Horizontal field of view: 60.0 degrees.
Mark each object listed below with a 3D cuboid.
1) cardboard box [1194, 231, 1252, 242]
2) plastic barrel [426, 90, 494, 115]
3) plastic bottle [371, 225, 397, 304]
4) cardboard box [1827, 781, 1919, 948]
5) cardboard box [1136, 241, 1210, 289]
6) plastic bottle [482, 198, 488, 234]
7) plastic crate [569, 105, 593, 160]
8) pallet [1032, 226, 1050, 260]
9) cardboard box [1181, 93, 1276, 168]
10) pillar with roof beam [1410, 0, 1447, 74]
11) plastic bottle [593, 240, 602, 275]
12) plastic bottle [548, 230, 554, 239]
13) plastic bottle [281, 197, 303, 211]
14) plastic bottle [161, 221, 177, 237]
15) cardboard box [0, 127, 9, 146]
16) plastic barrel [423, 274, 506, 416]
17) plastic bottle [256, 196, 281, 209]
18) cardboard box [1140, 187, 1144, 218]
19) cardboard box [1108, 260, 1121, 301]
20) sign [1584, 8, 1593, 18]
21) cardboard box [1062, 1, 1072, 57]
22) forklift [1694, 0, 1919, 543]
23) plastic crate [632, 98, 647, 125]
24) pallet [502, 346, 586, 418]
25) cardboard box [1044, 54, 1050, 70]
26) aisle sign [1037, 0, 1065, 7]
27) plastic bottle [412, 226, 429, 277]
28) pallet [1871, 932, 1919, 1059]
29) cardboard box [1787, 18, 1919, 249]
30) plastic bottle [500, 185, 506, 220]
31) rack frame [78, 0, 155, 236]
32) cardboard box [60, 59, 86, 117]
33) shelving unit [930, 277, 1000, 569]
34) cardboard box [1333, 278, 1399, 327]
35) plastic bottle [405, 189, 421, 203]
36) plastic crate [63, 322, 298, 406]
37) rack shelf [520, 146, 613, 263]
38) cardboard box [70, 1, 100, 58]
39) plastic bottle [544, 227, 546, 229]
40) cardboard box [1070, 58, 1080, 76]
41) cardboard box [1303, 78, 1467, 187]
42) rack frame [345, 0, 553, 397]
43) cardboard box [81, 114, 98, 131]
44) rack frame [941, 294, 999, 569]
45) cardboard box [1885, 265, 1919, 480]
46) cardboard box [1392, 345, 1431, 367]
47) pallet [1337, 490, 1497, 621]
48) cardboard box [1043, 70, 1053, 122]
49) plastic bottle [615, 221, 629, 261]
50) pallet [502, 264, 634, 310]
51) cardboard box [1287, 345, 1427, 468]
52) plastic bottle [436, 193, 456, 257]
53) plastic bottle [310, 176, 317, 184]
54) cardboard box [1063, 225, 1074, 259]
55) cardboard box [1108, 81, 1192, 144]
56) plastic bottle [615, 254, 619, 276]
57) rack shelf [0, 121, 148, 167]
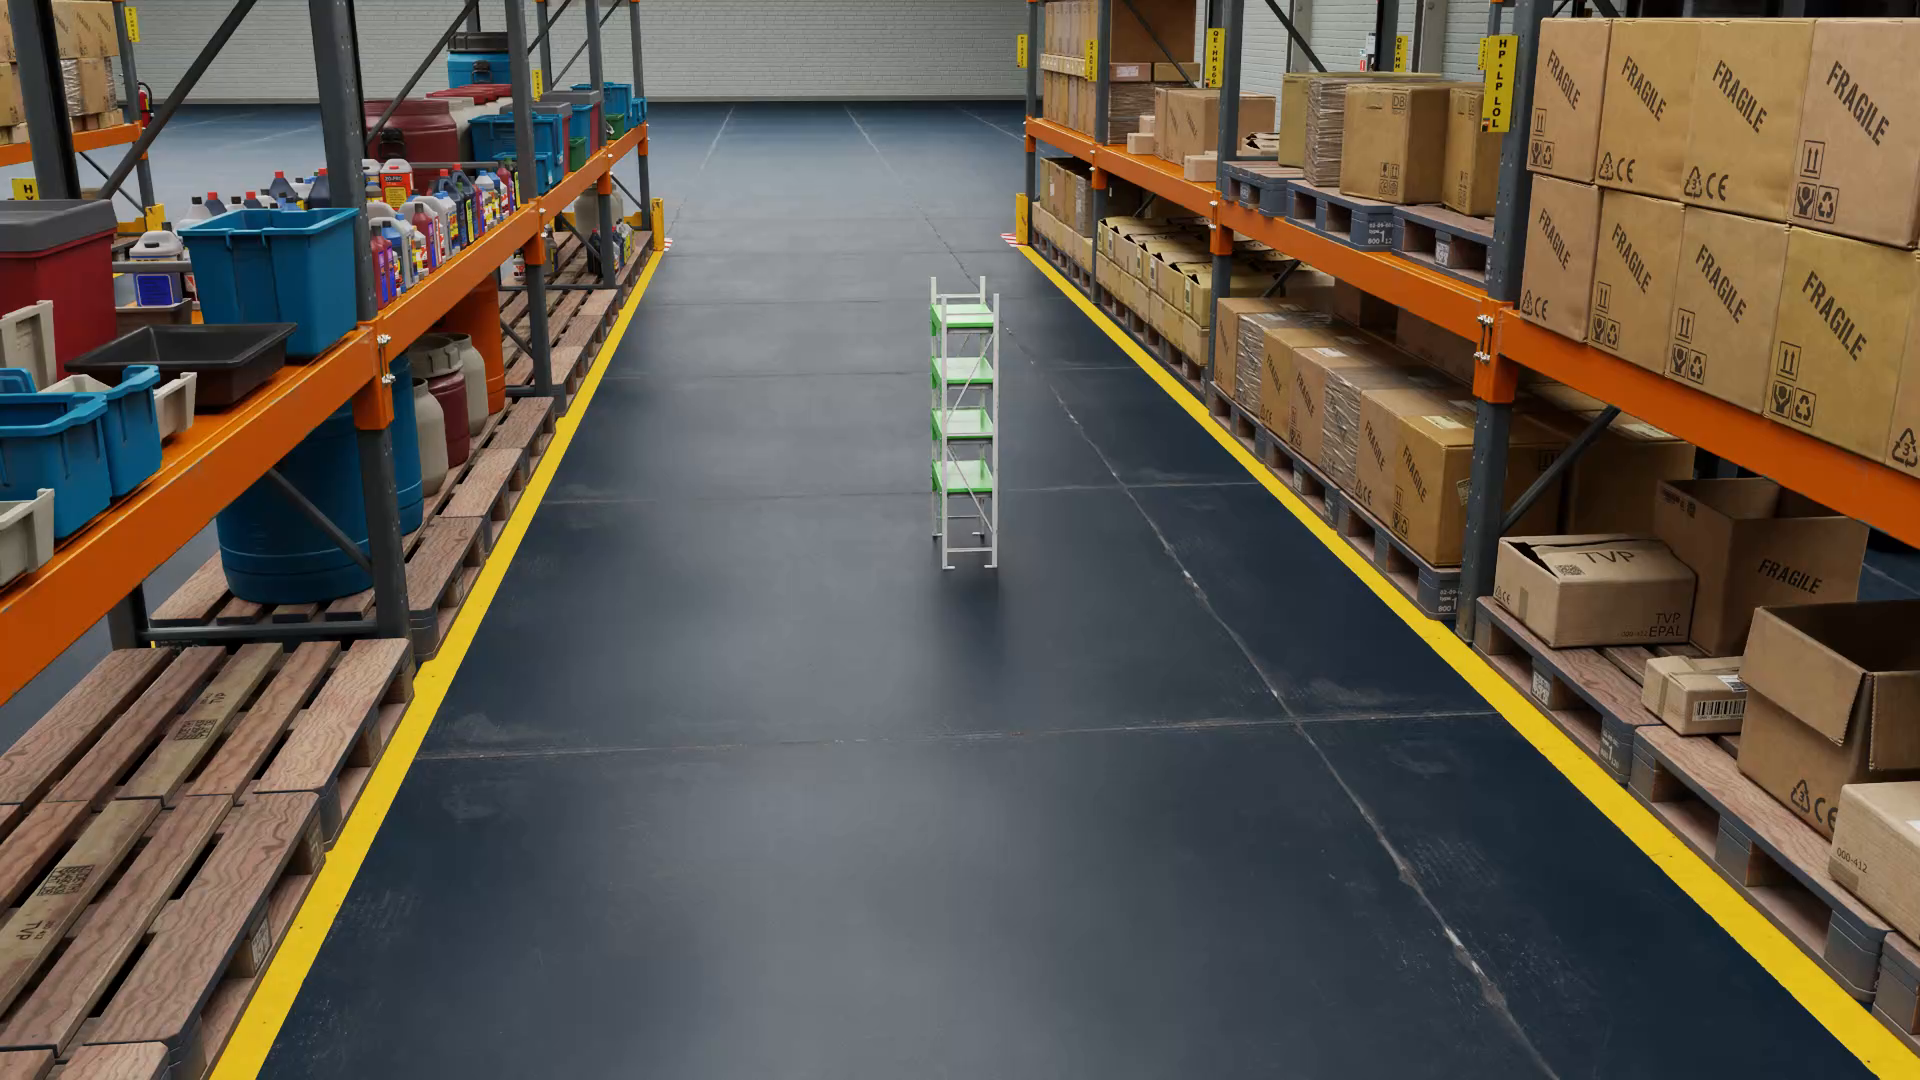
[{"bbox_3d":[2.048,-2.183,12.577,0.500,0.311,0.500,-2,18,-6],"label":"cardboard box"},{"bbox_3d":[-3.315,-2.716,11.095,0.433,0.535,0.433,0,17,0],"label":"plastic barrel"},{"bbox_3d":[-2.118,-1.014,6.094,0.061,0.283,0.133,-2,18,-6],"label":"plastic bottle"},{"bbox_3d":[2.480,0.796,3.990,0.500,0.250,0.500,-2,18,-6],"label":"cardboard box"},{"bbox_3d":[1.567,-2.010,12.025,0.500,0.311,0.500,-1,17,-4],"label":"cardboard box"},{"bbox_3d":[-2.349,-1.590,8.066,0.097,0.201,0.097,0,17,0],"label":"plastic bottle"},{"bbox_3d":[-2.892,-2.964,12.138,0.392,0.384,0.575,-2,18,-6],"label":"plastic crate"},{"bbox_3d":[1.320,-3.078,17.127,1.003,0.211,1.213,-2,18,-6],"label":"pallet"},{"bbox_3d":[1.835,-2.798,11.415,0.500,0.500,0.500,-3,18,-9],"label":"cardboard box"},{"bbox_3d":[2.158,-9.124,21.715,9.100,9.000,0.400,-2,18,-6],"label":"pillar with roof beam"},{"bbox_3d":[-3.079,-2.405,14.131,0.061,0.283,0.133,-2,18,-6],"label":"plastic bottle"},{"bbox_3d":[-3.629,-2.593,14.730,0.061,0.283,0.133,-2,18,-6],"label":"plastic bottle"},{"bbox_3d":[-2.858,-1.331,7.124,0.097,0.271,0.097,0,17,0],"label":"plastic bottle"},{"bbox_3d":[-2.922,-1.027,6.134,0.061,0.283,0.133,-2,18,-6],"label":"plastic bottle"},{"bbox_3d":[-8.066,-3.314,13.645,0.380,0.149,0.250,-2,18,-6],"label":"cardboard box"},{"bbox_3d":[-2.836,-1.119,9.155,0.600,0.830,0.708,-2,18,-6],"label":"plastic barrel"},{"bbox_3d":[-2.980,-1.324,7.093,0.152,0.276,0.135,-2,18,-6],"label":"plastic bottle"},{"bbox_3d":[1.816,-2.986,14.817,0.500,0.500,0.500,-2,18,-6],"label":"cardboard box"},{"bbox_3d":[1.458,-2.051,13.092,0.500,0.250,0.500,-1,17,-4],"label":"cardboard box"},{"bbox_3d":[6.680,-5.503,17.737,0.100,0.325,0.005,-2,18,-6],"label":"sign"},{"bbox_3d":[1.353,-4.839,15.751,0.700,0.500,0.500,-2,18,-5],"label":"cardboard box"},{"bbox_3d":[4.500,-1.778,8.447,1.130,2.935,3.031,-2,18,-6],"label":"forklift"},{"bbox_3d":[-3.379,-4.272,16.524,0.499,0.251,0.616,-2,18,-6],"label":"plastic crate"},{"bbox_3d":[-2.944,-1.001,10.512,1.003,0.211,1.213,-2,18,-6],"label":"pallet"},{"bbox_3d":[1.055,-4.790,16.675,0.380,0.149,0.250,-2,18,-7],"label":"cardboard box"},{"bbox_3d":[0.888,-5.885,17.074,0.394,0.787,0.004,-2,18,-6],"label":"aisle sign"},{"bbox_3d":[-2.202,-1.165,6.711,0.097,0.201,0.097,0,17,0],"label":"plastic bottle"},{"bbox_3d":[2.759,1.203,3.494,1.003,0.211,1.213,-2,18,-6],"label":"pallet"},{"bbox_3d":[2.366,-0.974,3.936,0.500,0.500,0.500,-1,17,-4],"label":"cardboard box"},{"bbox_3d":[-2.409,-1.764,8.621,0.097,0.201,0.097,0,17,0],"label":"plastic bottle"},{"bbox_3d":[-8.655,-4.330,16.460,1.000,3.000,0.127,-2,18,-6],"label":"rack frame"},{"bbox_3d":[-8.446,-4.059,14.934,0.875,0.500,0.500,-2,18,-6],"label":"cardboard box"},{"bbox_3d":[0.017,-0.523,7.340,0.258,1.200,0.503,-2,18,-6],"label":"shelving unit"},{"bbox_3d":[2.364,-1.338,9.118,0.500,0.250,0.500,-1,17,-4],"label":"cardboard box"},{"bbox_3d":[-2.427,-1.430,7.438,0.097,0.271,0.097,0,17,0],"label":"plastic bottle"},{"bbox_3d":[-2.108,-0.480,4.556,0.437,0.125,0.590,-2,18,-6],"label":"plastic crate"},{"bbox_3d":[-3.109,-2.352,11.361,1.077,0.370,4.000,-2,18,-6],"label":"rack shelf"},{"bbox_3d":[-8.295,-4.691,15.279,0.500,0.500,0.500,-2,18,-6],"label":"cardboard box"},{"bbox_3d":[-3.846,-2.779,15.321,0.061,0.283,0.133,-1,17,-5],"label":"plastic bottle"},{"bbox_3d":[1.211,-4.332,15.217,0.380,0.149,0.250,-1,17,-4],"label":"cardboard box"},{"bbox_3d":[2.106,-2.037,8.288,0.700,0.500,0.500,1,17,5],"label":"cardboard box"},{"bbox_3d":[-2.903,-2.099,9.355,1.000,3.000,0.127,-2,18,-6],"label":"rack frame"},{"bbox_3d":[-8.307,-3.909,15.539,0.380,0.149,0.250,-2,18,-6],"label":"cardboard box"},{"bbox_3d":[0.042,-0.450,7.109,0.240,1.200,0.015,-2,18,-6],"label":"rack frame"},{"bbox_3d":[2.430,-0.344,3.597,0.500,0.500,0.500,-2,18,-5],"label":"cardboard box"},{"bbox_3d":[2.468,-0.687,8.295,0.500,0.500,0.500,-2,18,-8],"label":"cardboard box"},{"bbox_3d":[2.315,0.030,7.229,1.003,0.211,1.213,-2,18,-6],"label":"pallet"},{"bbox_3d":[1.235,-4.543,16.972,0.700,0.500,0.500,-2,18,-6],"label":"cardboard box"},{"bbox_3d":[-3.049,-2.673,14.872,0.144,0.351,0.185,-2,18,-6],"label":"plastic bottle"},{"bbox_3d":[-3.343,-2.162,14.211,1.003,0.211,1.213,-2,18,-6],"label":"pallet"},{"bbox_3d":[1.952,-0.663,8.220,0.500,0.500,0.500,-2,18,-8],"label":"cardboard box"},{"bbox_3d":[-2.263,-1.376,7.267,0.097,0.271,0.097,0,17,0],"label":"plastic bottle"},{"bbox_3d":[-3.110,-1.617,8.035,0.097,0.271,0.097,0,17,0],"label":"plastic bottle"},{"bbox_3d":[1.239,-2.760,15.351,0.500,0.250,0.500,-2,18,-6],"label":"cardboard box"},{"bbox_3d":[1.560,-3.622,14.041,0.700,0.500,0.500,-2,18,-7],"label":"cardboard box"},{"bbox_3d":[-2.933,-2.335,14.043,0.097,0.201,0.097,0,17,0],"label":"plastic bottle"},{"bbox_3d":[-8.448,-3.390,14.670,1.077,0.370,4.000,-2,18,-6],"label":"rack shelf"}]
